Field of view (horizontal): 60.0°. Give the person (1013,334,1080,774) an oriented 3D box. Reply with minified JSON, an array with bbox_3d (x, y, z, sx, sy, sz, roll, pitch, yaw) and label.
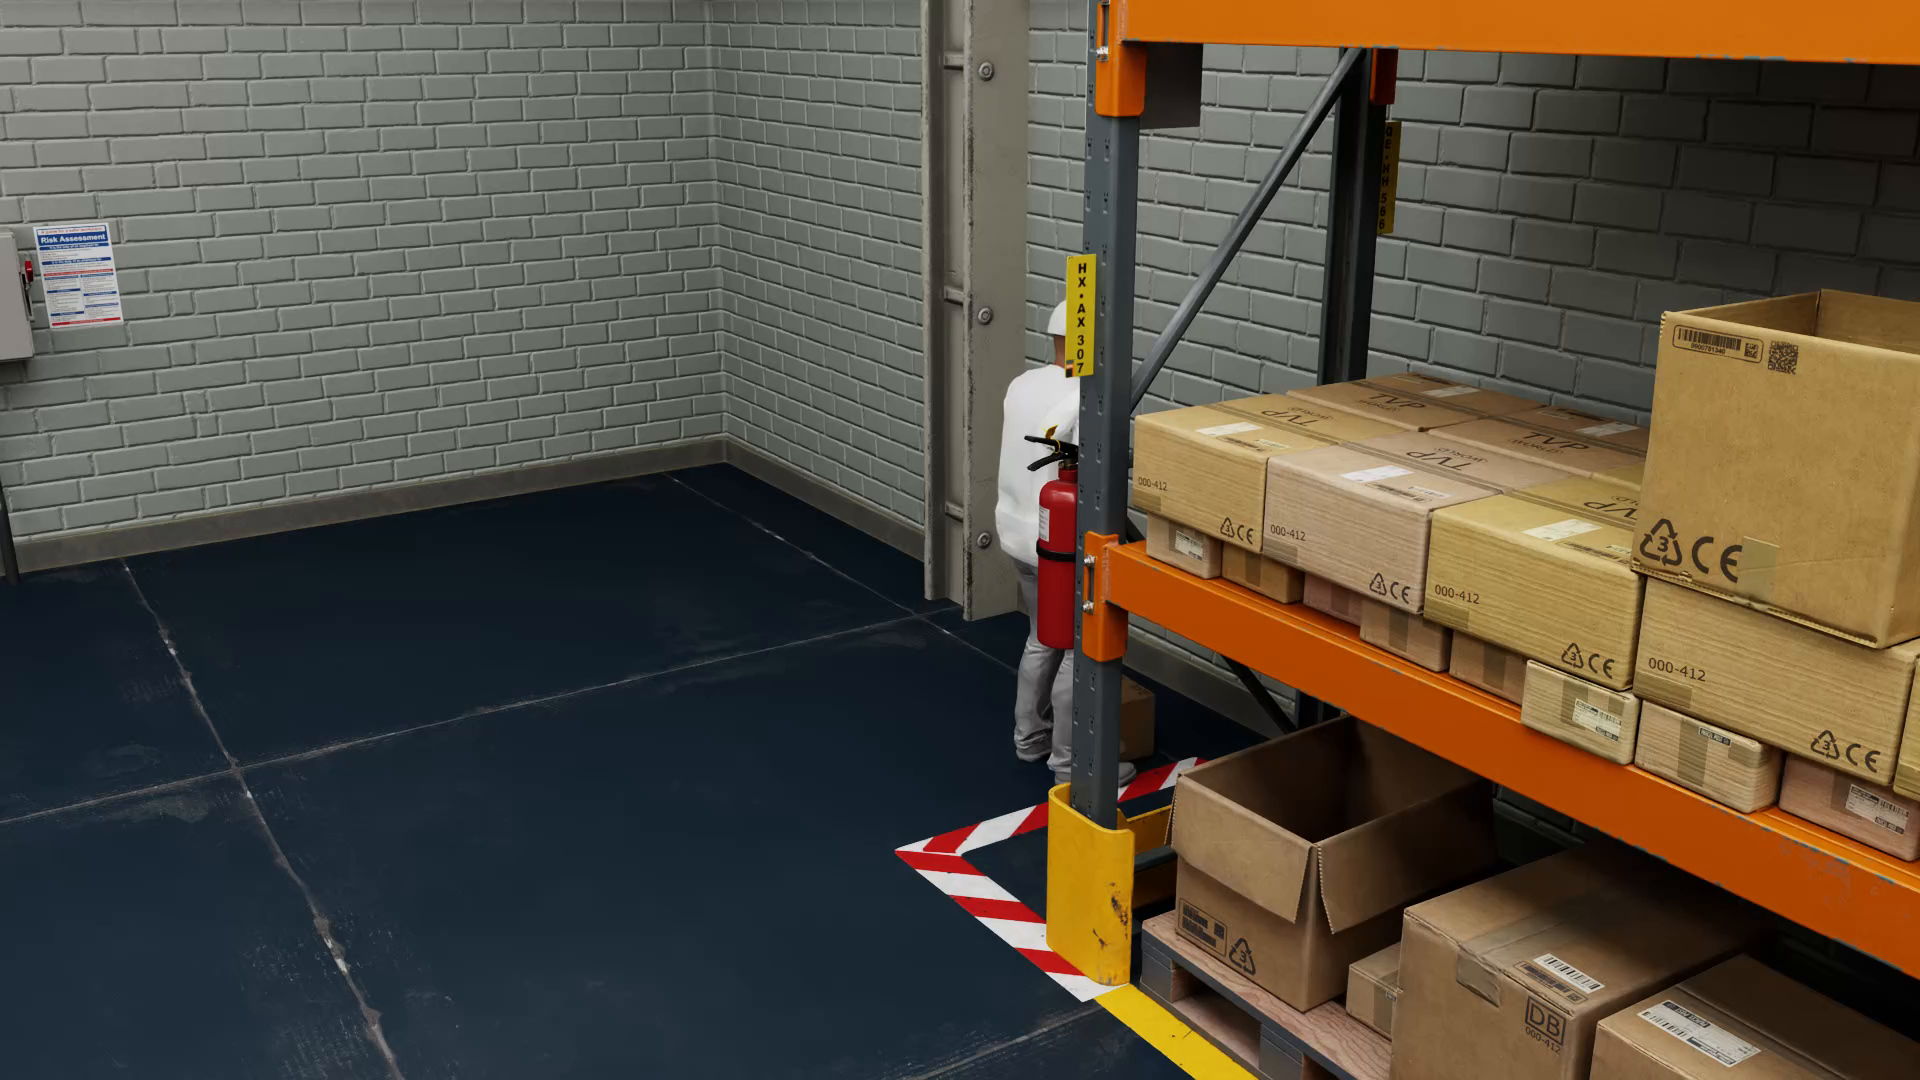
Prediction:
[{"bbox_3d":[0.382,-0.005,6.006,0.358,1.659,0.627,-10,20,-27],"label":"person"}]
